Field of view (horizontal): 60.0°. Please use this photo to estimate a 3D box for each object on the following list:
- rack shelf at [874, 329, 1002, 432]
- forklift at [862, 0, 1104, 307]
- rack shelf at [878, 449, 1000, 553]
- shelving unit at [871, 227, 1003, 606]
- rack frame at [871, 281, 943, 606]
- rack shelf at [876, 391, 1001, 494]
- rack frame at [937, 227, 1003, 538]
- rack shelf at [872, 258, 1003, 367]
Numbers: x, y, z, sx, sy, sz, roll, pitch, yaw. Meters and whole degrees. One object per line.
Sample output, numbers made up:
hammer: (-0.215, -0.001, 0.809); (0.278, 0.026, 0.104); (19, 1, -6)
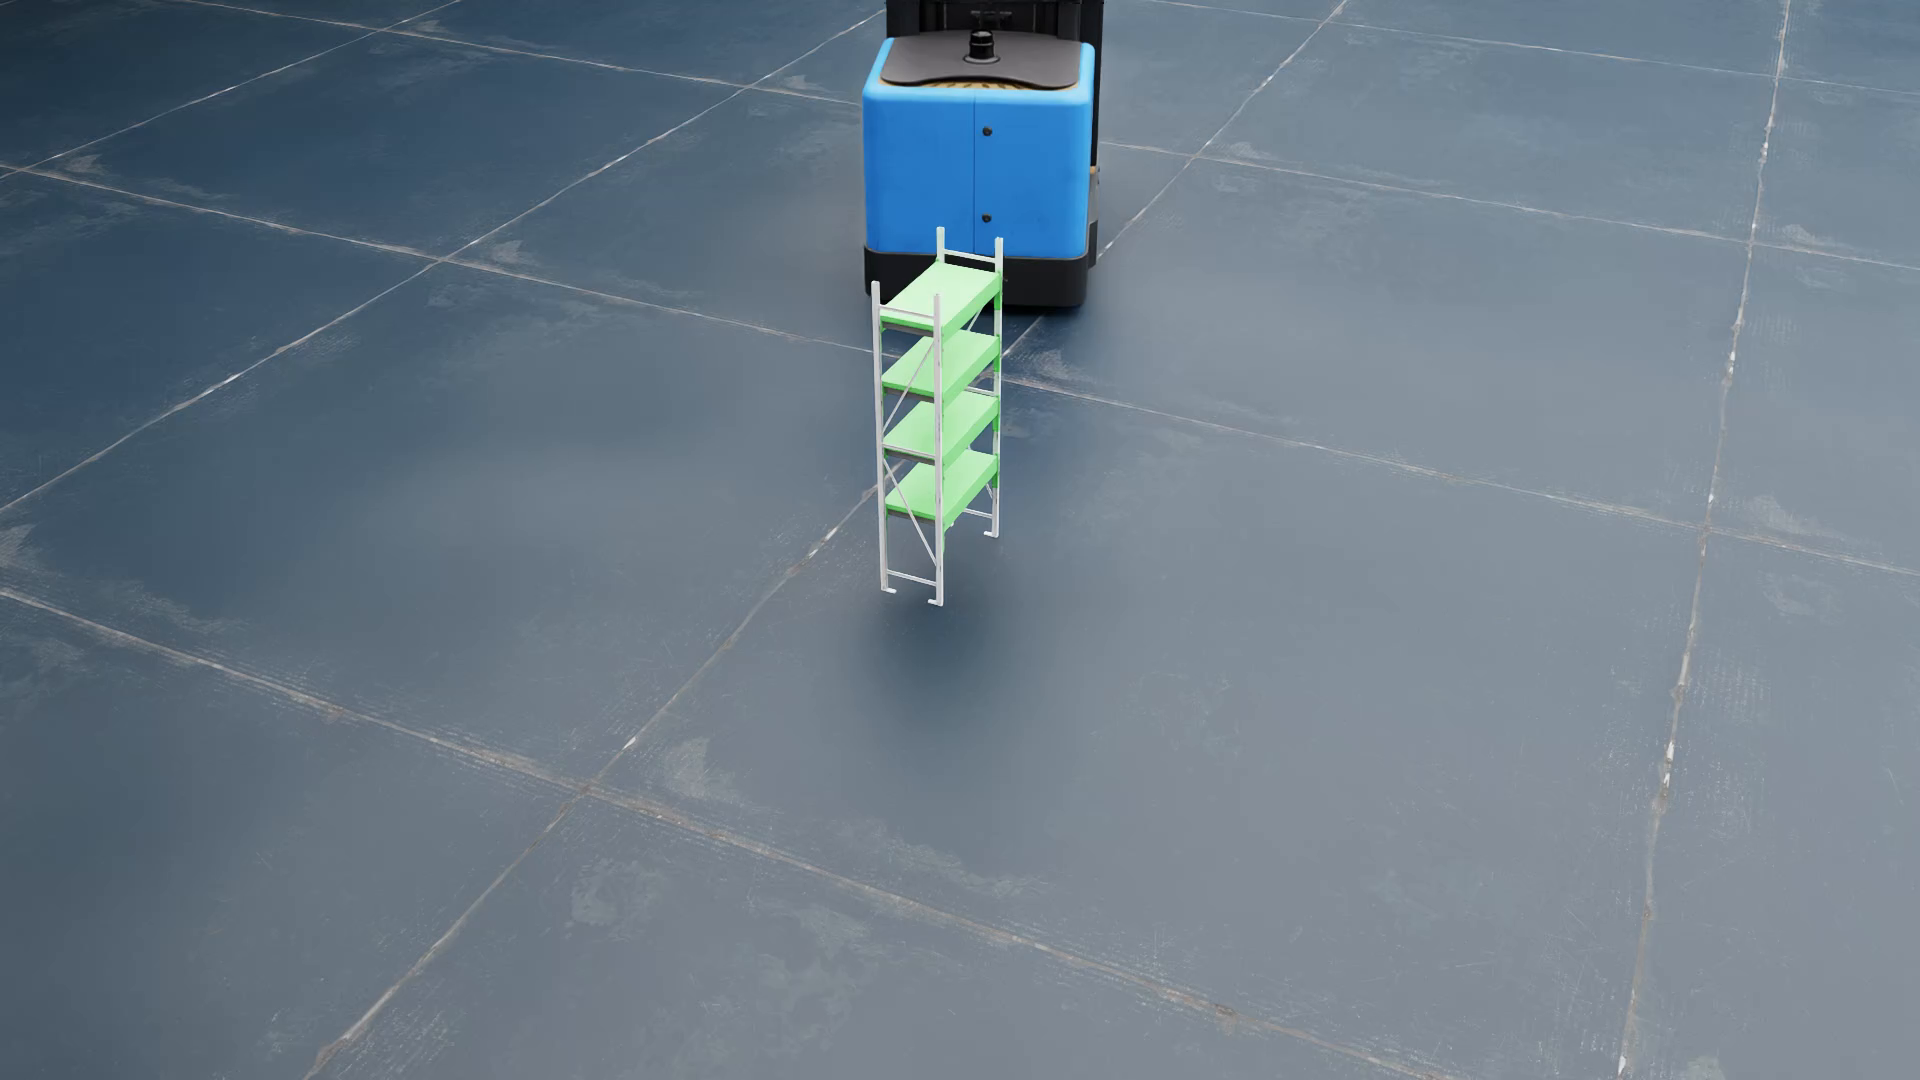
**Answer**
rack shelf: (-0.069, -0.567, 5.699); (0.258, 0.148, 0.480); (14, 36, 20)
forklift: (0.196, -3.104, 8.310); (1.130, 2.935, 3.031); (3, 33, 4)
rack shelf: (-0.069, -0.165, 5.962); (0.258, 0.148, 0.480); (14, 36, 20)
shelving unit: (-0.069, -0.419, 5.795); (0.258, 1.200, 0.503); (14, 36, 20)
rack frame: (-0.171, -0.298, 5.610); (0.240, 1.200, 0.015); (14, 36, 20)
rack shelf: (-0.069, -0.366, 5.830); (0.258, 0.148, 0.480); (14, 36, 20)
rack frame: (0.033, -0.541, 5.981); (0.240, 1.200, 0.015); (14, 36, 20)
rack shelf: (-0.069, -0.767, 5.567); (0.258, 0.148, 0.480); (14, 36, 20)
